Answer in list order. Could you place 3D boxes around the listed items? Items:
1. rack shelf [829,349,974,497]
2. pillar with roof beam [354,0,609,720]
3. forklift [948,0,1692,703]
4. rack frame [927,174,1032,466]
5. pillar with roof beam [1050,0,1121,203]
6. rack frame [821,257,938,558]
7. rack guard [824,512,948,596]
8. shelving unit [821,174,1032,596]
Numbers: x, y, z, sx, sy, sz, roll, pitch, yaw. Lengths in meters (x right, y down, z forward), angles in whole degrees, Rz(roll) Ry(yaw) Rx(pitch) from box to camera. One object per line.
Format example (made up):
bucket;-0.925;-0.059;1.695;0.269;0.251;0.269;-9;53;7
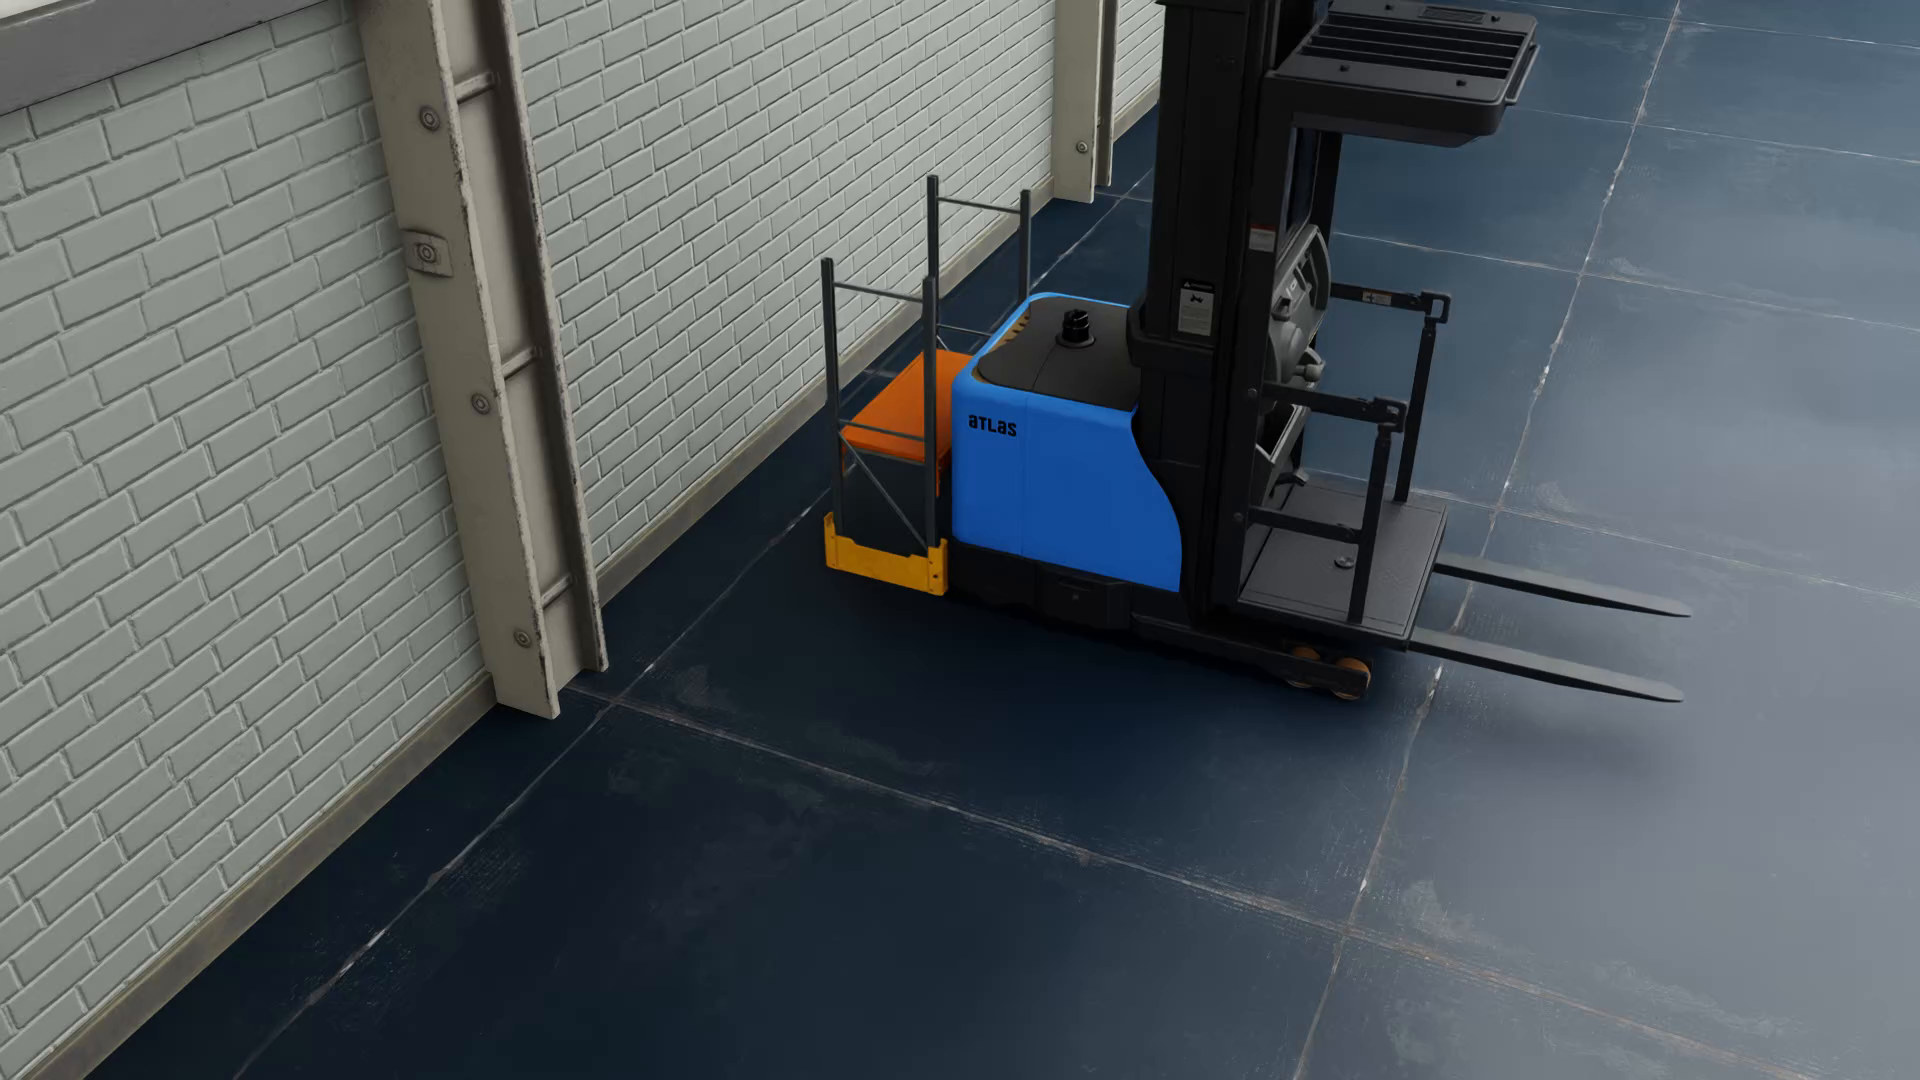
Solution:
rack shelf;-0.123;-0.567;7.574;0.538;0.185;1.000;14;36;20
pillar with roof beam;2.224;-2.190;2.883;9.100;9.000;0.400;14;36;20
forklift;1.516;-0.909;6.464;3.031;2.935;1.130;13;35;19
rack frame;0.085;-0.971;7.863;0.500;1.500;0.032;14;36;20
pillar with roof beam;4.734;-5.178;7.440;9.100;9.000;0.400;14;36;20
rack frame;-0.332;-0.463;7.088;0.500;1.500;0.032;14;36;20
rack guard;-0.331;0.059;7.432;0.587;0.250;0.087;14;36;20
shelving unit;-0.127;-0.712;7.469;0.587;1.500;1.083;14;36;20
